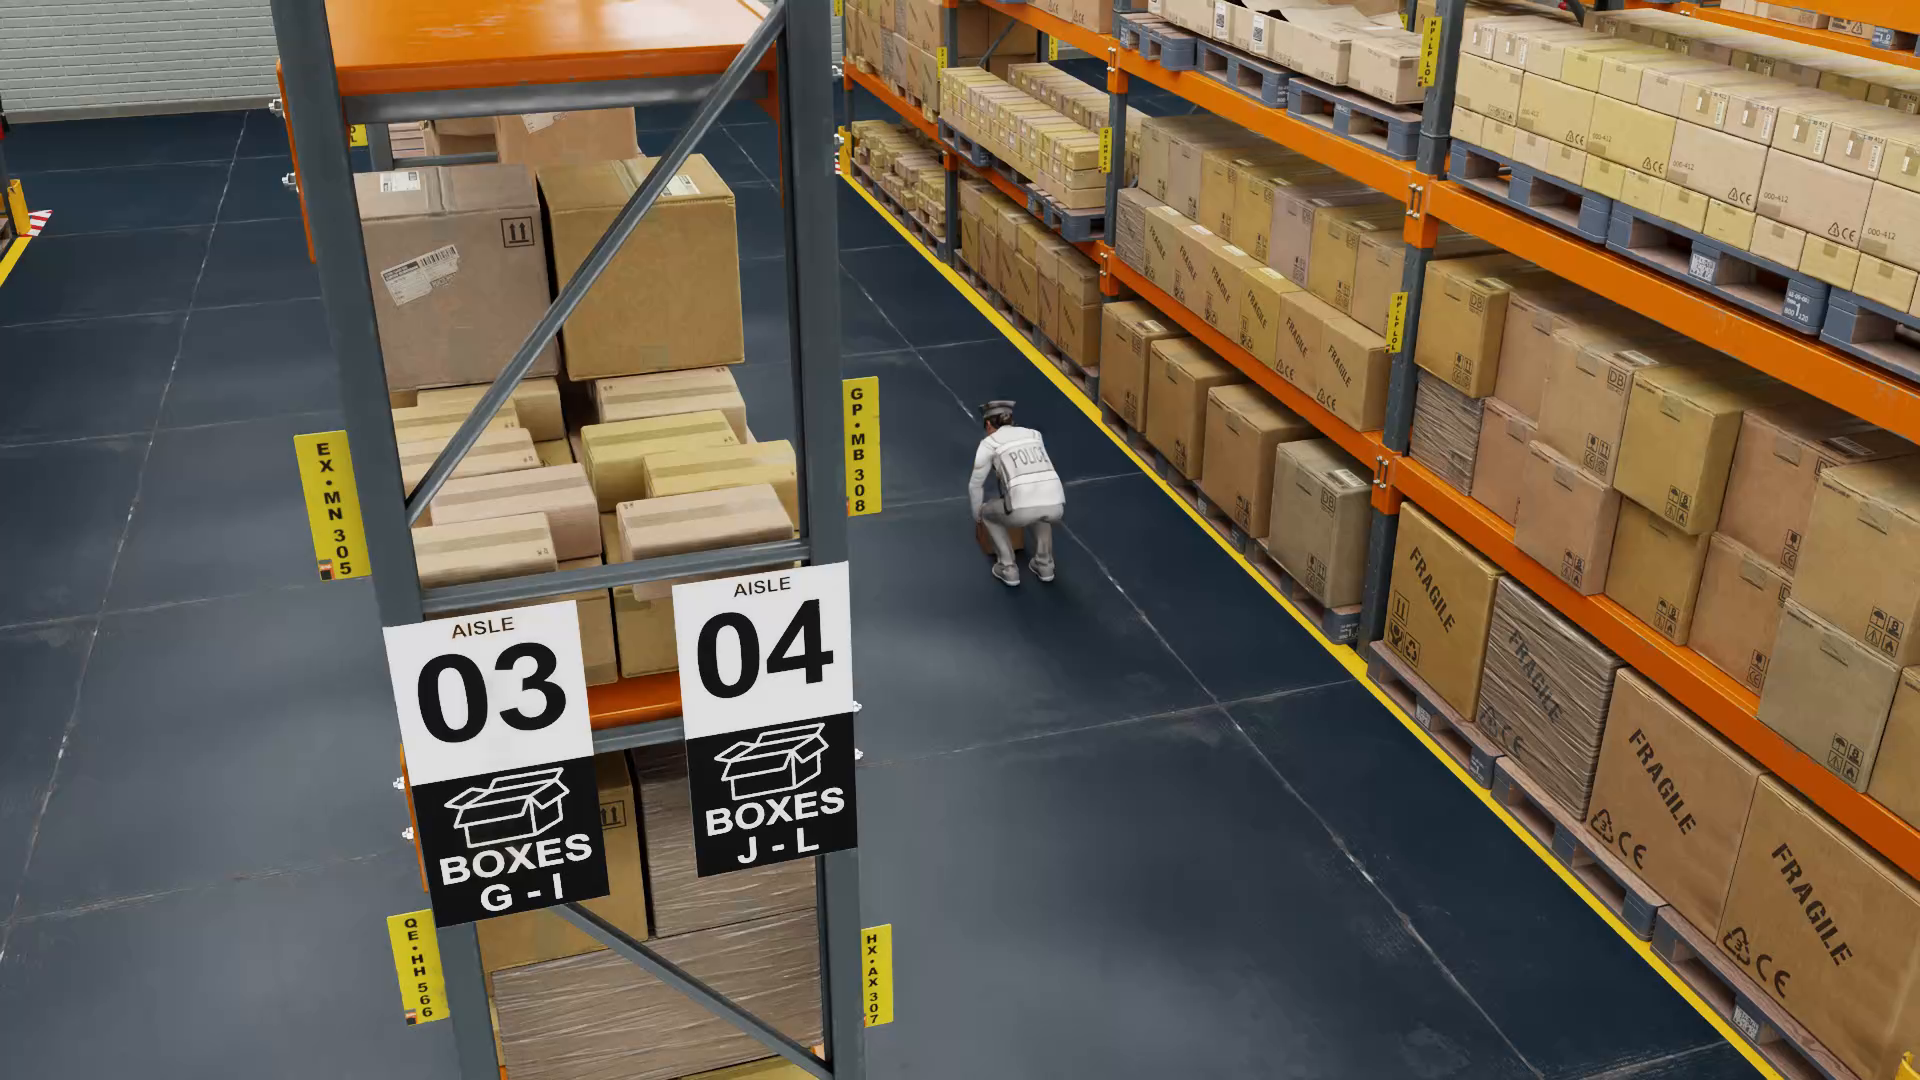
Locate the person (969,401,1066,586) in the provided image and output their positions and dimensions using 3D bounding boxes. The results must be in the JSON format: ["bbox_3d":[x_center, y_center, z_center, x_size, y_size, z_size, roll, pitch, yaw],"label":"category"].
[{"bbox_3d":[0.338,-0.294,10.370,0.505,1.075,0.826,-8,28,-16],"label":"person"}]
